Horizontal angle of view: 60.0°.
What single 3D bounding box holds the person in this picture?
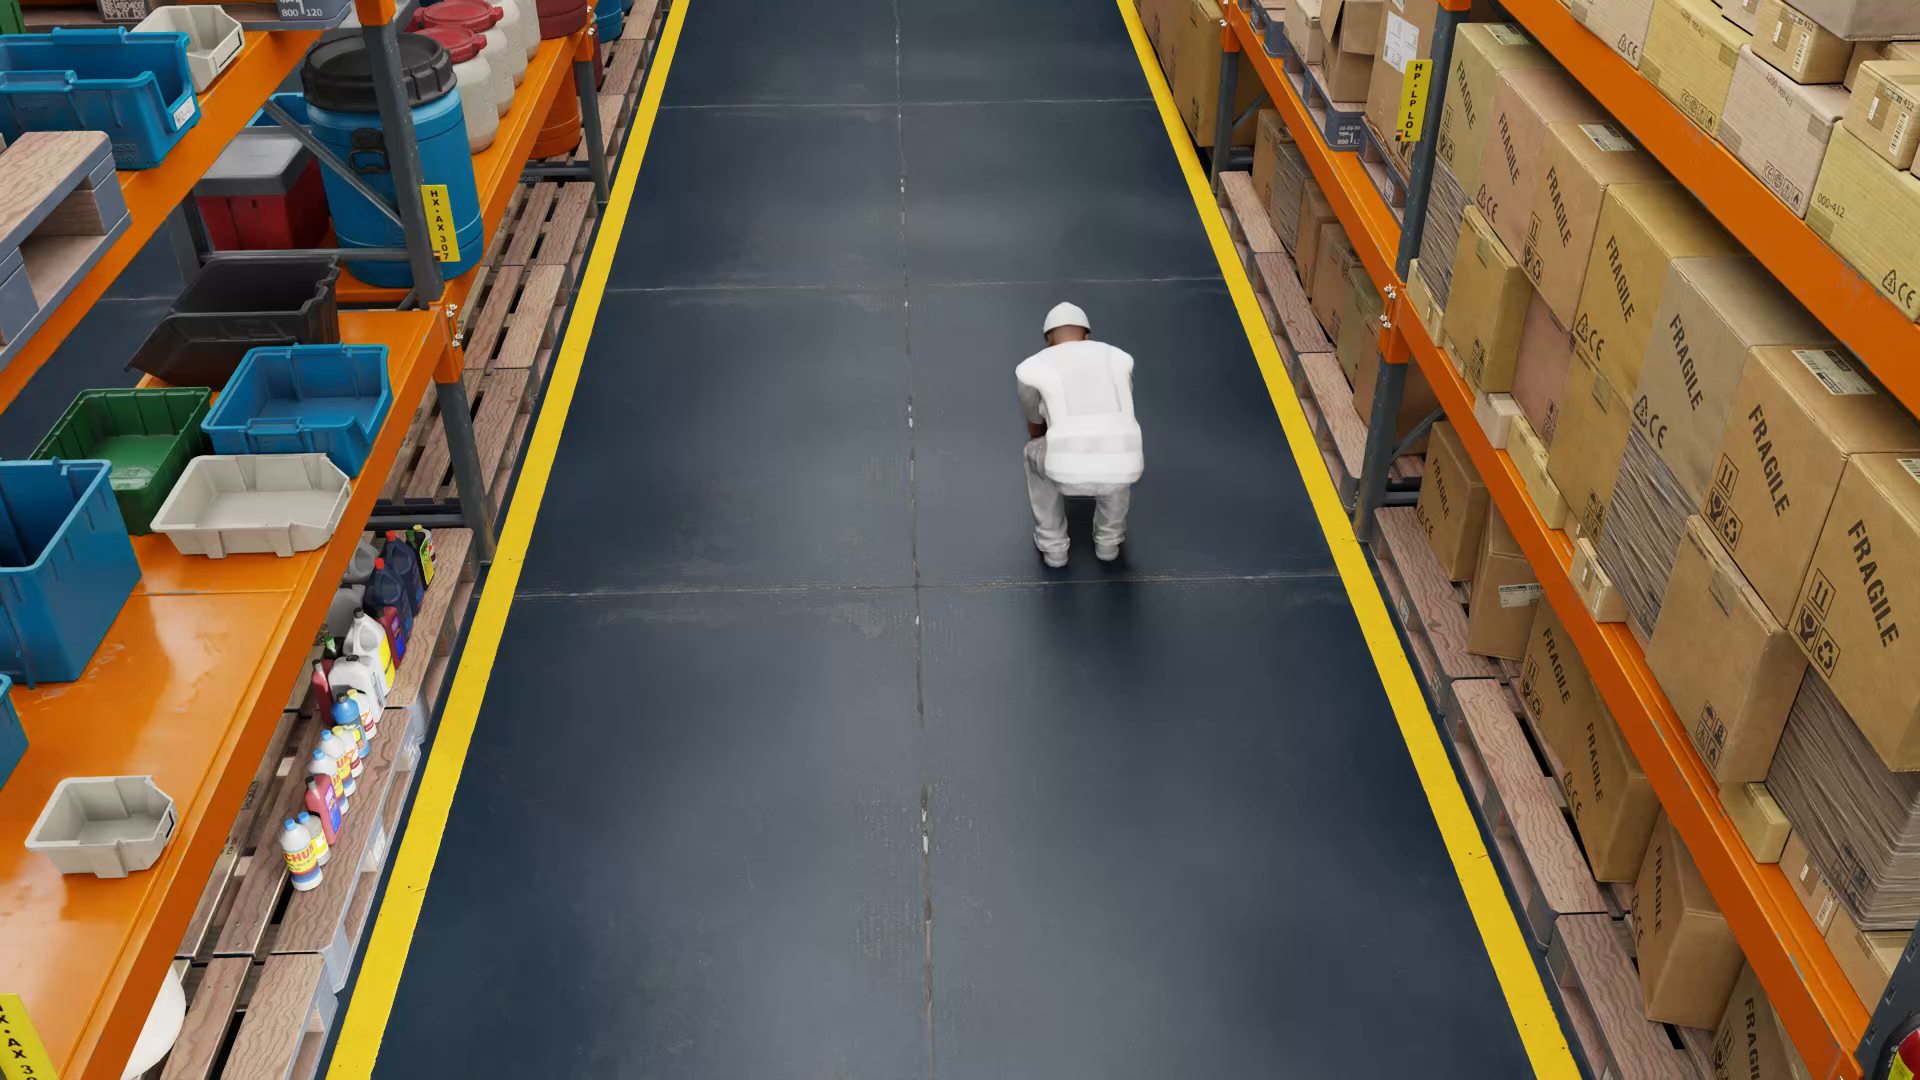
[{"bbox_3d":[0.523,-0.438,7.442,0.547,1.004,0.920,-2,35,-3],"label":"person"}]
